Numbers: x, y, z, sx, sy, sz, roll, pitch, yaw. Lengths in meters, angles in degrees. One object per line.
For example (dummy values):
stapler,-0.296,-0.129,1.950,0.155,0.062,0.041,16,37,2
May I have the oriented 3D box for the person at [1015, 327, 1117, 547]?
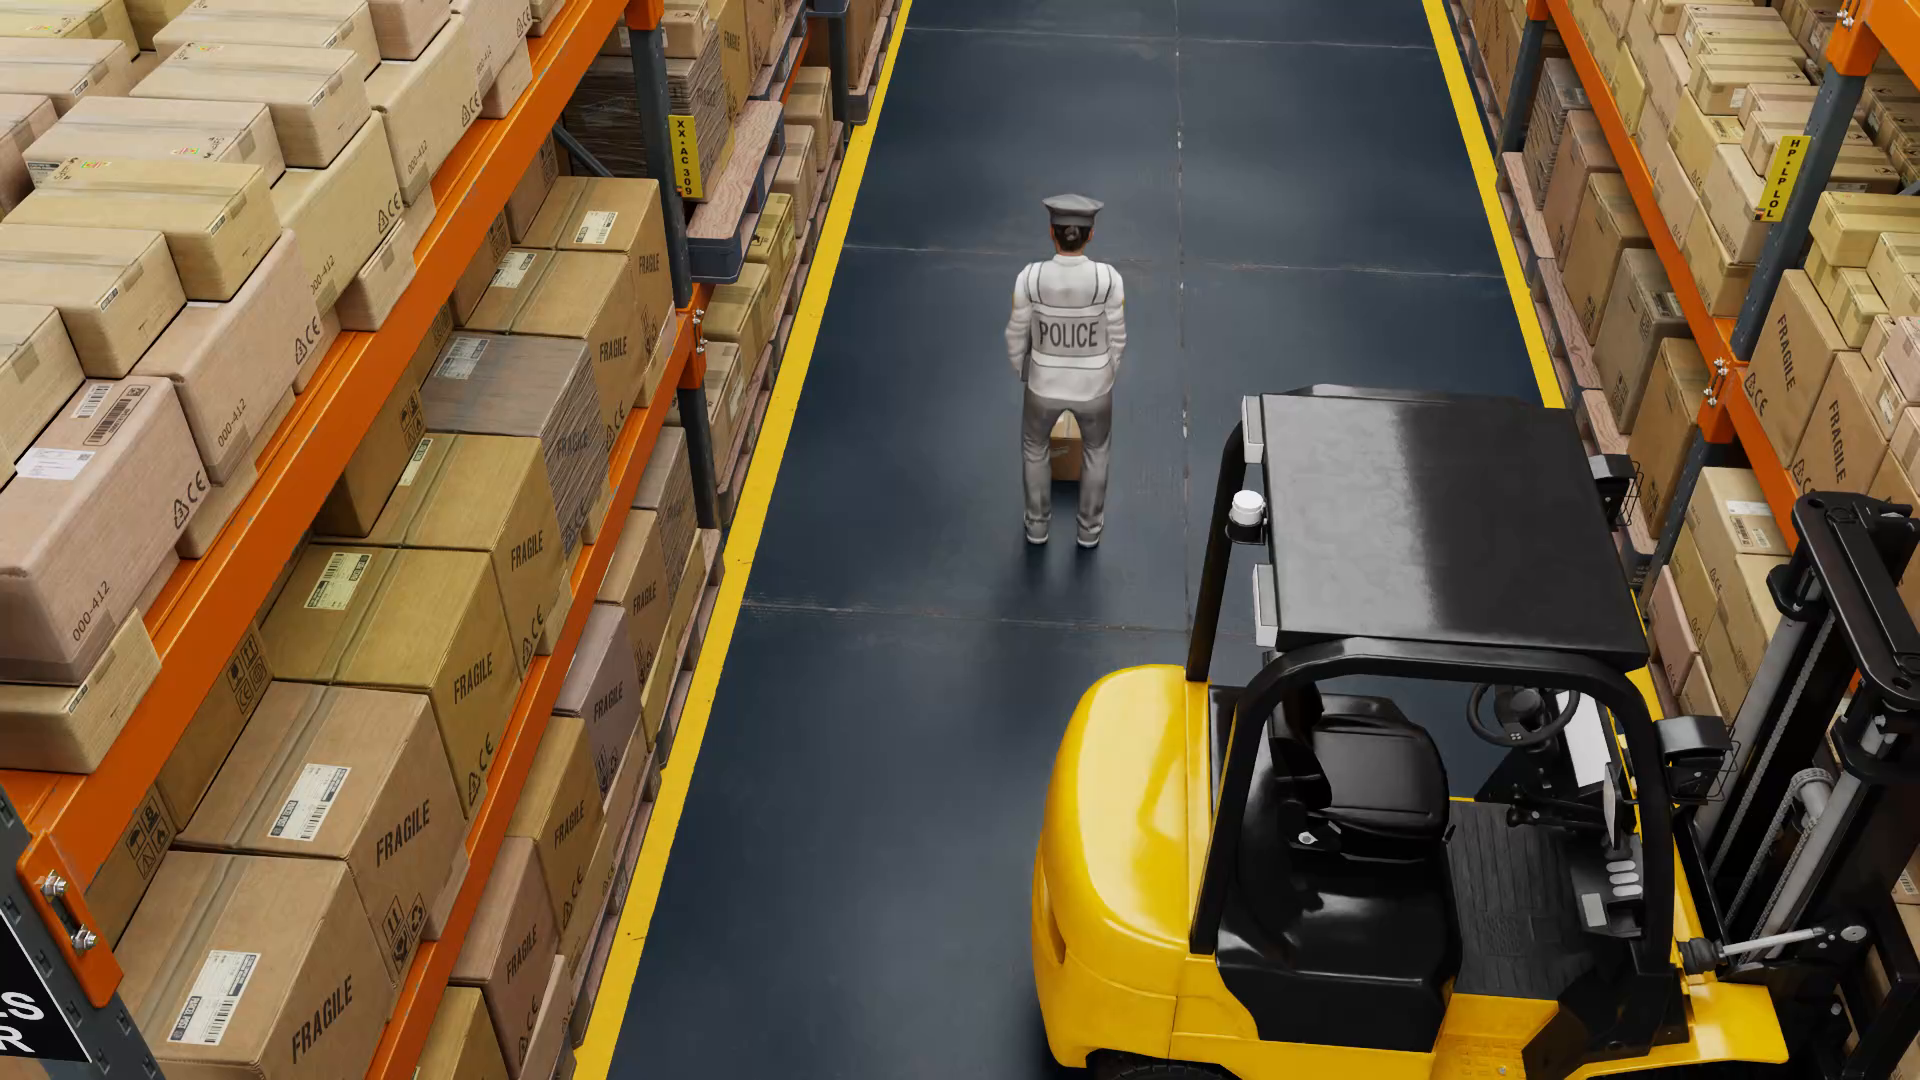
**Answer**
person,0.473,-0.444,7.398,0.458,0.795,0.905,2,40,3
